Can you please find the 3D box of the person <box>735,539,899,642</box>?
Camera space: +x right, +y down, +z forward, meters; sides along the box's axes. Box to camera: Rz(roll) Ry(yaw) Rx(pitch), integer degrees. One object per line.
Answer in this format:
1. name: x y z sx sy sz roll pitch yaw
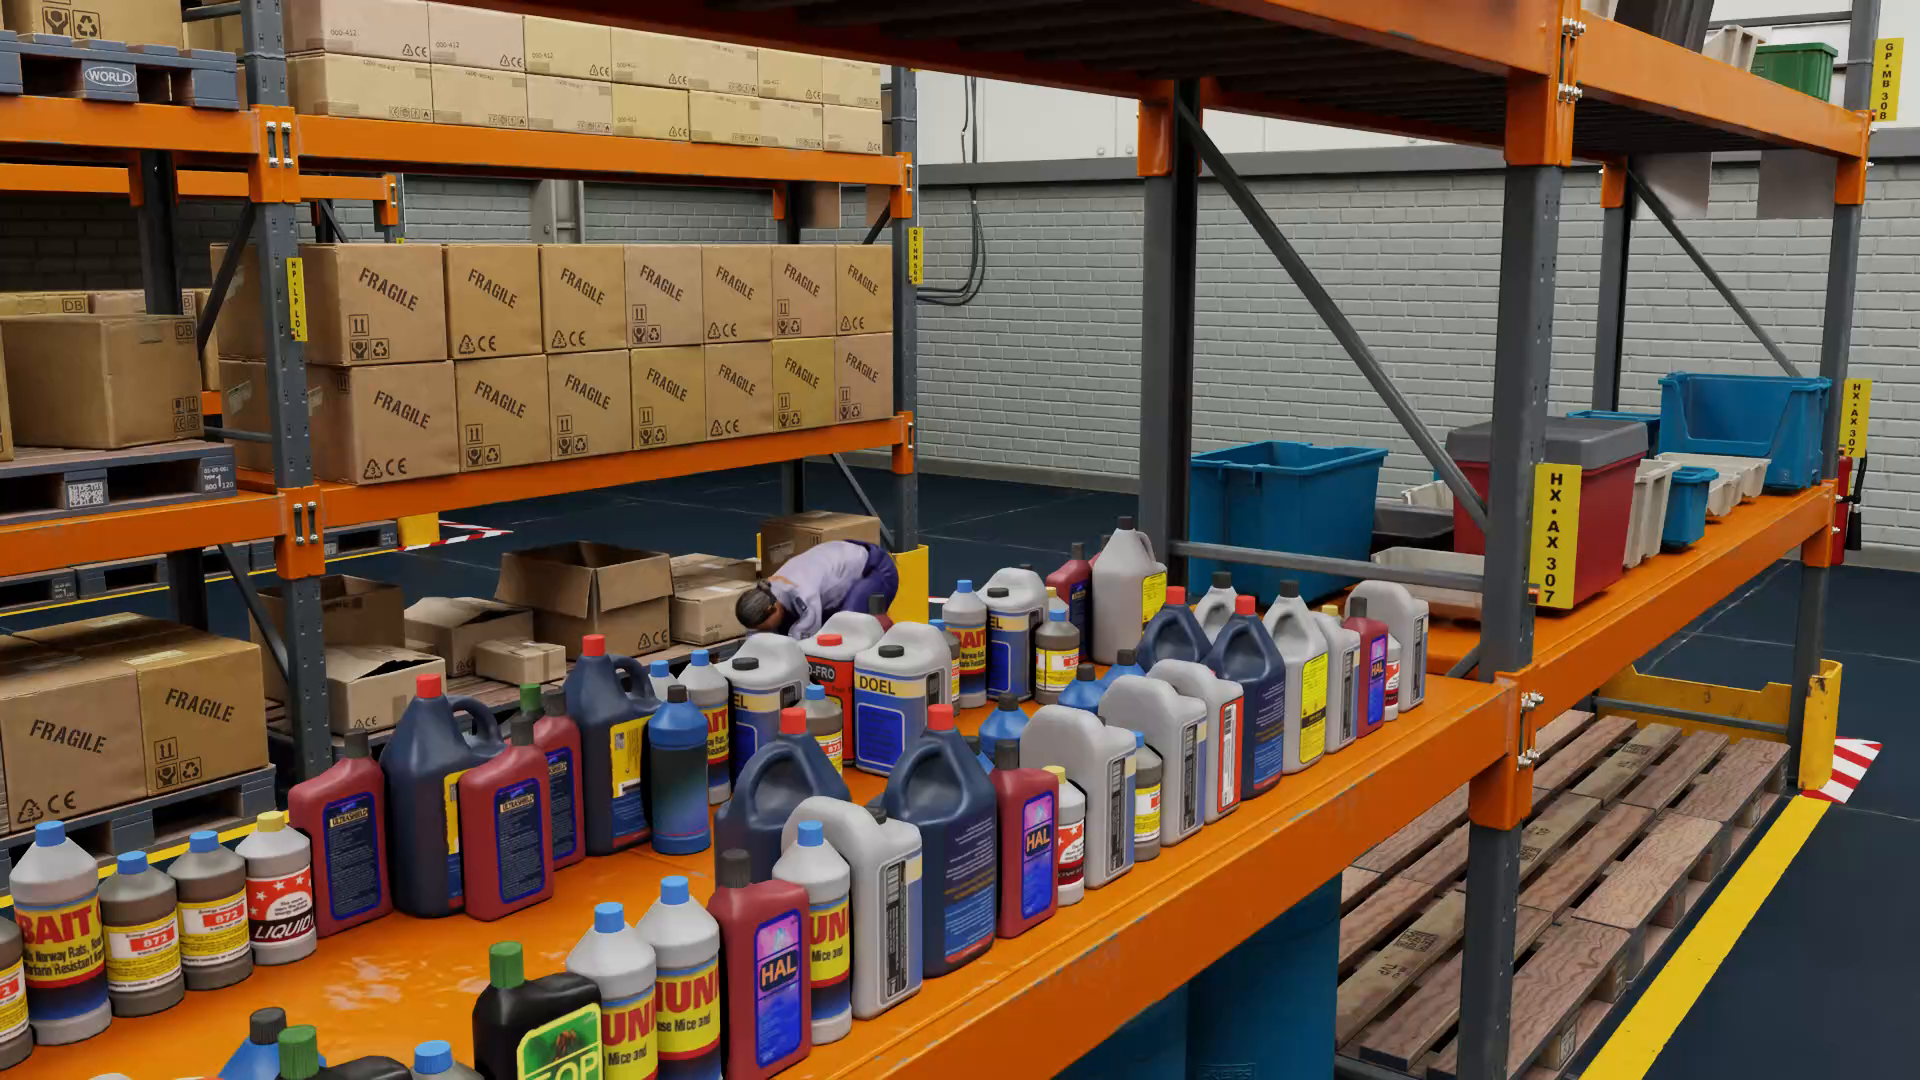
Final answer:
1. person: -0.708 0.468 8.000 0.898 0.881 0.497 -9 14 -43
